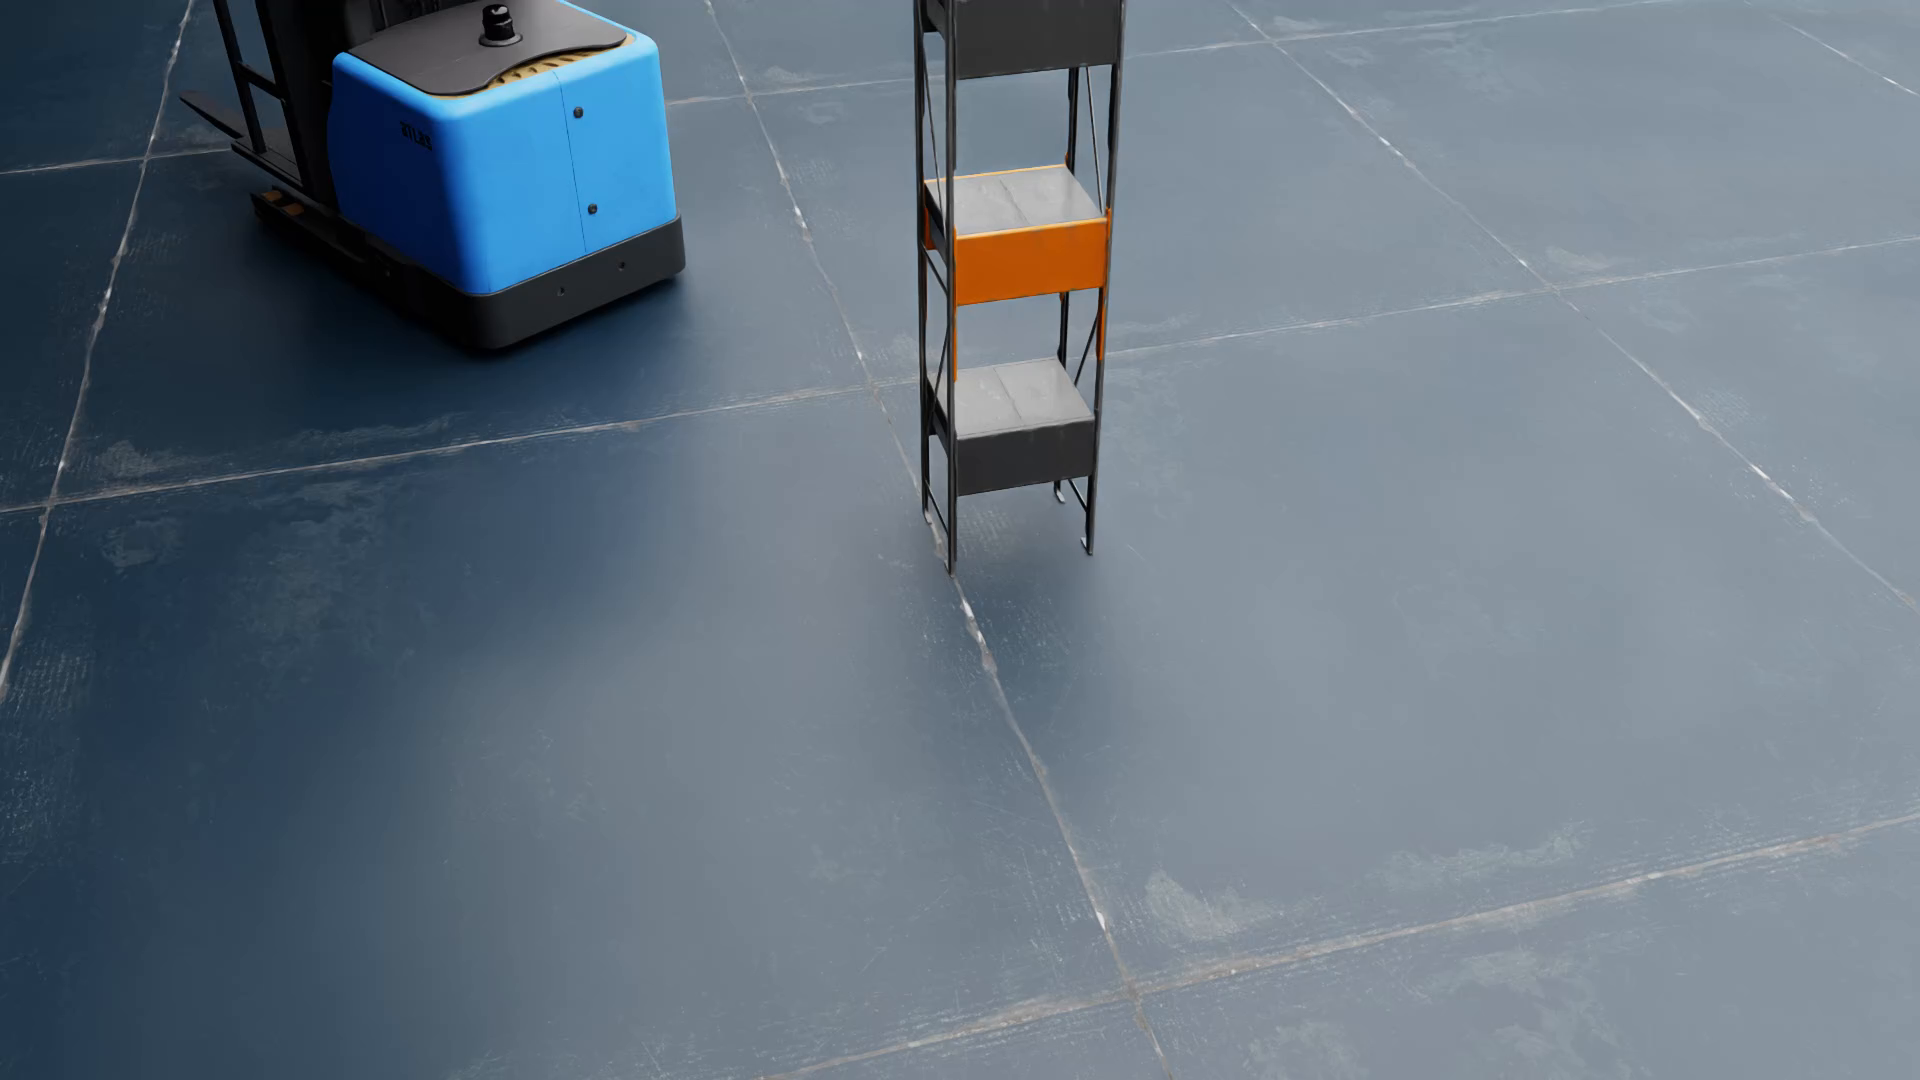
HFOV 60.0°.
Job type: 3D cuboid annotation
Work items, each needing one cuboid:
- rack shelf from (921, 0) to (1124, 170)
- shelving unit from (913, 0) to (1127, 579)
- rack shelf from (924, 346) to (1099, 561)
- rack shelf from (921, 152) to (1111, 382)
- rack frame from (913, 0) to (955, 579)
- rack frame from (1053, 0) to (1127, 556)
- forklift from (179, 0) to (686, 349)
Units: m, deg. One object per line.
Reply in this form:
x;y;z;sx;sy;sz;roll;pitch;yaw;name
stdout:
0.160;-1.405;4.729;0.480;0.518;0.431;-9;38;-12;rack shelf
0.160;-0.860;5.146;0.503;2.100;0.431;-9;38;-12;shelving unit
0.160;-0.293;5.580;0.480;0.518;0.431;-9;38;-12;rack shelf
0.160;-0.849;5.155;0.480;0.518;0.431;-9;38;-12;rack shelf
-0.076;-0.822;5.096;0.015;2.100;0.400;-9;38;-12;rack frame
0.395;-0.899;5.197;0.015;2.100;0.400;-9;38;-12;rack frame
-2.586;-2.713;6.884;3.031;2.935;1.130;31;47;34;forklift
